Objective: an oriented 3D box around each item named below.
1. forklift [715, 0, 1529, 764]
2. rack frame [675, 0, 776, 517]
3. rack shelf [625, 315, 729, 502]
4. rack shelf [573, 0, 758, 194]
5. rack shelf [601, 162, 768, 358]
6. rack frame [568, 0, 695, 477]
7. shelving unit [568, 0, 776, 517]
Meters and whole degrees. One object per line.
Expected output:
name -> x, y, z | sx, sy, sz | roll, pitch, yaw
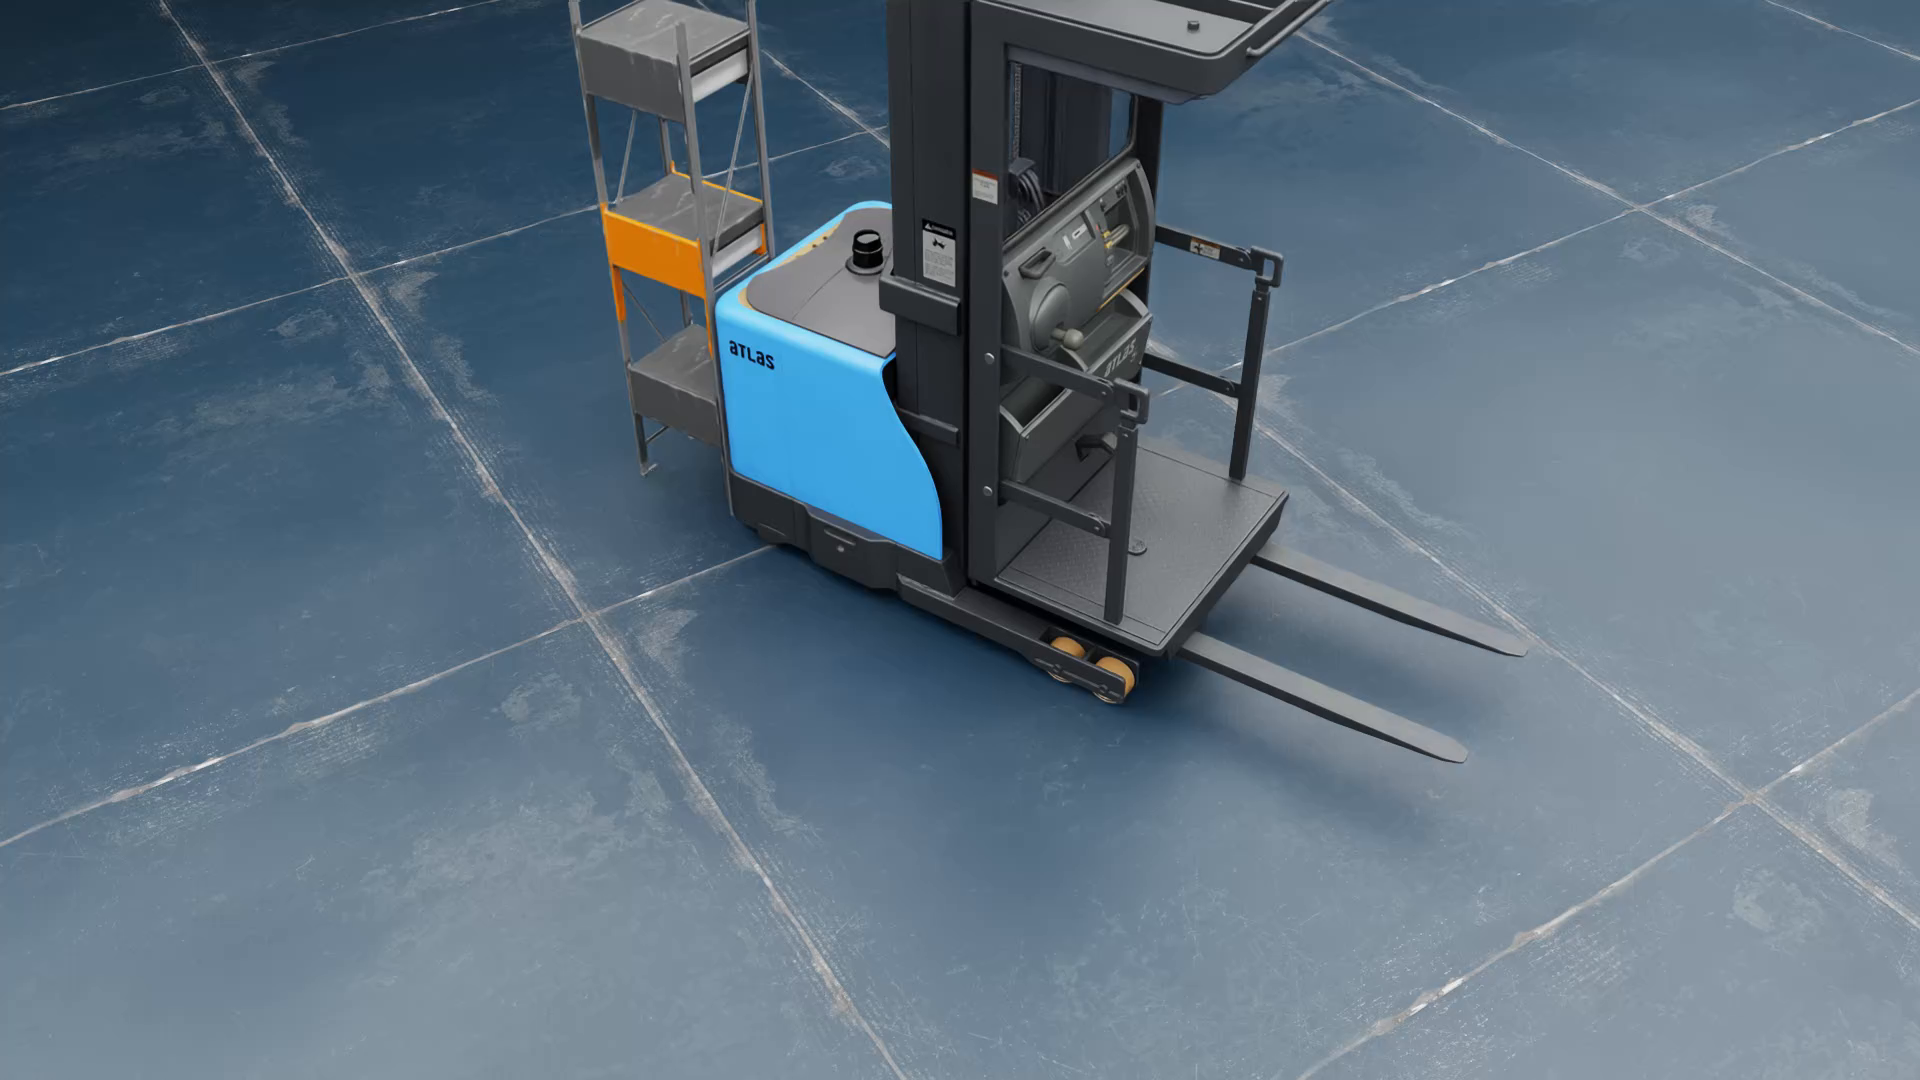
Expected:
forklift -> 0.587, -0.925, 5.570 | 3.031, 2.935, 1.130 | 23, 45, 25
rack frame -> -0.833, -1.013, 6.325 | 0.015, 2.100, 0.400 | 23, 45, 25
rack shelf -> -1.037, -0.550, 6.885 | 0.480, 0.518, 0.431 | 23, 45, 25
rack shelf -> -1.037, -1.626, 5.989 | 0.480, 0.518, 0.431 | 23, 45, 25
rack shelf -> -1.037, -1.088, 6.437 | 0.480, 0.518, 0.431 | 23, 45, 25
rack frame -> -1.241, -1.184, 6.531 | 0.015, 2.100, 0.400 | 23, 45, 25
shelving unit -> -1.037, -1.098, 6.428 | 0.503, 2.100, 0.431 | 23, 45, 25
